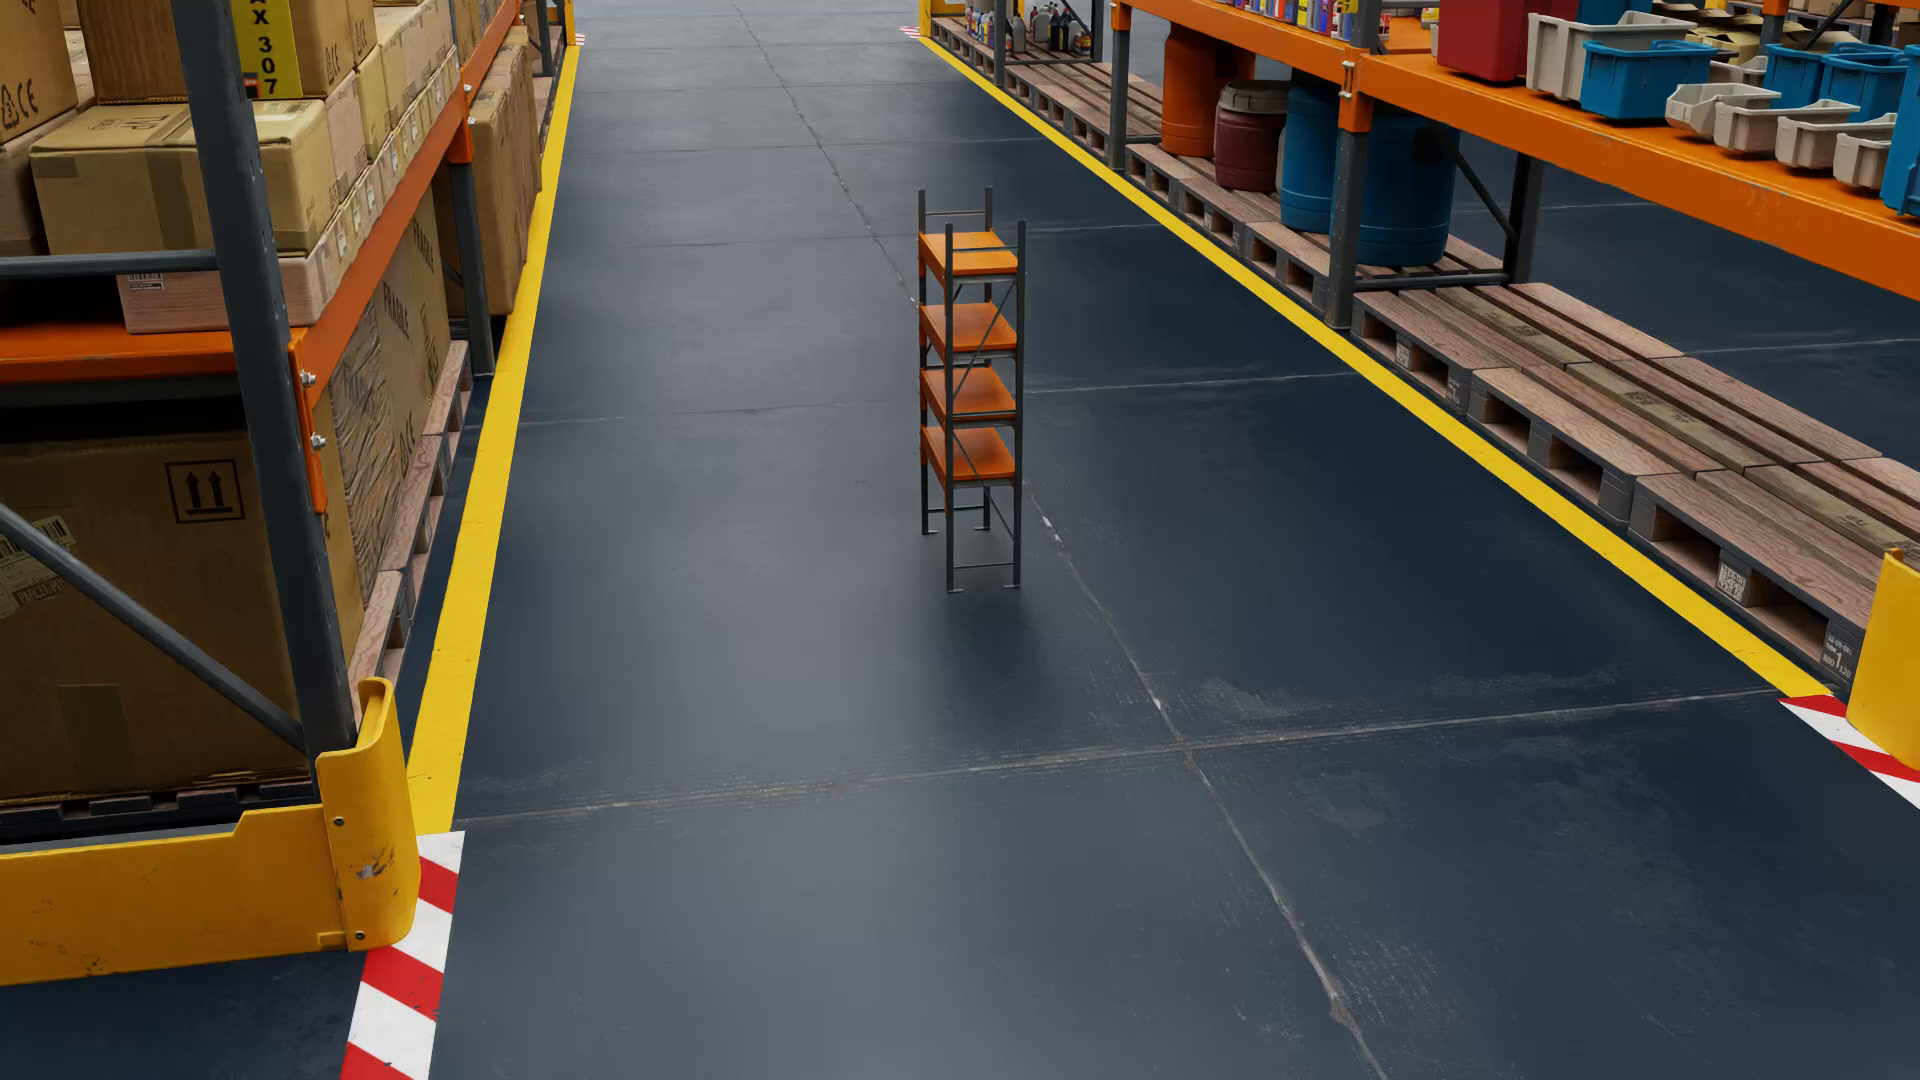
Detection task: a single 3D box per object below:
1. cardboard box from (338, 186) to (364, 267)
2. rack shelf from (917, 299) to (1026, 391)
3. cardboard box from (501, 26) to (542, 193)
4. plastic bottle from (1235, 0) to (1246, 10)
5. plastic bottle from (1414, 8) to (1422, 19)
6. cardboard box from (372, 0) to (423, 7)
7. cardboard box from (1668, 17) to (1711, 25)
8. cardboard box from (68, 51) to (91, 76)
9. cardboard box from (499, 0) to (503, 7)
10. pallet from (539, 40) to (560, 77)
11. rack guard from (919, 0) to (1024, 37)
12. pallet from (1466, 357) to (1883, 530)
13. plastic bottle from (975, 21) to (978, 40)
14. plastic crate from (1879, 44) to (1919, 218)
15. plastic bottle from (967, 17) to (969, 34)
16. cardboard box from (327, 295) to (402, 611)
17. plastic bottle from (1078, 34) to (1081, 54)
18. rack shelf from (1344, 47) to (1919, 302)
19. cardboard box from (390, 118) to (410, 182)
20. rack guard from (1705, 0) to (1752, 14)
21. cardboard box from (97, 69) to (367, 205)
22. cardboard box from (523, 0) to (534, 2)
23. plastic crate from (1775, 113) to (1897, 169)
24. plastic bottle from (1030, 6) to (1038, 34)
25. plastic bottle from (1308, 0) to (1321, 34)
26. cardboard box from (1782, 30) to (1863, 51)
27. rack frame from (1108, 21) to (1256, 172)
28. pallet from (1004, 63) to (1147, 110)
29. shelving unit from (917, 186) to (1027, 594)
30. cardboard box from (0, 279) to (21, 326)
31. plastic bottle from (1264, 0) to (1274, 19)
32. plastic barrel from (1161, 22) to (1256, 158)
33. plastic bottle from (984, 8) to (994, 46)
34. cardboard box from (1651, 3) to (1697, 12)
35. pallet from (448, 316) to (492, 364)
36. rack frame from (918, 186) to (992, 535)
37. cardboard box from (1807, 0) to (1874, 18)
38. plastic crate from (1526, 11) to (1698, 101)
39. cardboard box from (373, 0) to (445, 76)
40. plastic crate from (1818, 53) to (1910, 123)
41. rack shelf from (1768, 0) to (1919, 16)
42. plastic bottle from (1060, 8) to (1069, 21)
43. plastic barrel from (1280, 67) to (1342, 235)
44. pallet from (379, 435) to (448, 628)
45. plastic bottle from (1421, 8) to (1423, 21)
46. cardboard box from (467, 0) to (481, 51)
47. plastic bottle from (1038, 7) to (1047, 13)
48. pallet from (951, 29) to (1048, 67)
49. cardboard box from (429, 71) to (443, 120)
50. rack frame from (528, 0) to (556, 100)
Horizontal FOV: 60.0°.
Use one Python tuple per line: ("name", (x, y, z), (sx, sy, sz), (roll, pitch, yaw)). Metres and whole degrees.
("cardboard box", (-1.674, -0.759, 4.054), (0.380, 0.149, 0.250), (-5, 24, -11))
("rack shelf", (0.031, -0.628, 5.298), (0.258, 0.148, 0.480), (-4, 24, -10))
("cardboard box", (-3.208, -2.601, 10.087), (1.225, 0.875, 0.875), (-5, 24, -12))
("plastic bottle", (1.585, -3.100, 9.245), (0.061, 0.283, 0.133), (-4, 24, -10))
("plastic bottle", (2.479, -2.920, 8.834), (0.061, 0.283, 0.133), (-4, 24, -10))
("cardboard box", (-2.140, -2.135, 5.769), (0.500, 0.500, 0.500), (-4, 24, -9))
("cardboard box", (5.889, -4.167, 13.753), (0.500, 0.311, 0.500), (-4, 24, -10))
("cardboard box", (-2.374, -1.147, 4.444), (0.500, 0.250, 0.500), (-5, 24, -12))
("cardboard box", (-2.894, -3.329, 9.499), (0.500, 0.500, 0.500), (-5, 24, -10))
("pallet", (-4.443, -4.693, 16.232), (1.003, 0.211, 1.213), (-4, 24, -10))
("rack guard", (0.133, -5.996, 18.855), (1.175, 0.500, 0.348), (-4, 24, -10))
("pallet", (2.695, -0.403, 6.410), (1.003, 0.211, 1.213), (-4, 24, -10))
("plastic bottle", (0.202, -5.138, 16.714), (0.097, 0.201, 0.097), (0, 24, 0))
("plastic crate", (2.786, -1.037, 4.256), (0.616, 0.435, 0.499), (-4, 24, -10))
("plastic bottle", (0.121, -5.311, 17.108), (0.097, 0.201, 0.097), (0, 24, 0))
("cardboard box", (-2.201, -0.331, 4.890), (0.875, 0.875, 0.875), (-4, 24, -10))
("plastic bottle", (1.165, -4.712, 15.738), (0.097, 0.201, 0.097), (0, 24, 0))
("rack shelf", (2.661, -1.332, 5.951), (1.077, 0.370, 4.000), (-4, 24, -10))
("cardboard box", (-1.863, -1.162, 4.977), (0.380, 0.149, 0.250), (-5, 24, -11))
("rack guard", (9.823, -6.726, 20.526), (1.175, 0.500, 0.348), (-4, 24, -10))
("cardboard box", (-1.762, -0.989, 4.082), (0.500, 0.250, 0.500), (-5, 24, -10))
("cardboard box", (-4.455, -5.122, 16.328), (0.500, 0.500, 0.500), (-2, 24, -5))
("plastic crate", (2.663, -1.204, 5.014), (0.396, 0.136, 0.243), (-4, 24, -10))
("plastic bottle", (0.758, -5.326, 17.041), (0.061, 0.283, 0.133), (-4, 24, -10))
("plastic bottle", (1.834, -2.666, 8.262), (0.152, 0.276, 0.135), (-4, 24, -10))
("cardboard box", (6.612, -3.804, 12.922), (0.500, 0.311, 0.500), (-4, 24, -8))
("rack frame", (1.552, -4.022, 11.211), (1.000, 3.000, 0.127), (-4, 24, -10))
("pallet", (0.996, -4.011, 14.670), (1.003, 0.211, 1.213), (-4, 24, -10))
("shelving unit", (0.031, -0.485, 5.361), (0.258, 1.200, 0.503), (-4, 24, -10))
("cardboard box", (-2.226, -0.509, 3.482), (0.380, 0.149, 0.250), (-4, 24, -9))
("plastic bottle", (1.715, -2.918, 8.837), (0.152, 0.276, 0.135), (-4, 24, -10))
("plastic barrel", (1.659, -3.028, 11.123), (0.600, 0.830, 0.708), (-4, 24, -10))
("plastic bottle", (0.315, -5.017, 16.250), (0.144, 0.351, 0.185), (-4, 24, -10))
("cardboard box", (6.230, -4.611, 14.769), (0.500, 0.311, 0.500), (-4, 24, -10))
("pallet", (-2.793, -1.102, 8.009), (1.003, 0.211, 1.213), (-4, 24, -10))
("rack frame", (-0.015, -0.581, 5.581), (0.240, 1.200, 0.015), (-4, 24, -10))
("cardboard box", (10.040, -6.162, 18.685), (0.700, 0.500, 0.500), (-6, 24, -13))
("plastic crate", (2.393, -1.807, 6.213), (0.437, 0.282, 0.530), (-4, 24, -10))
("cardboard box", (-2.138, -1.792, 5.920), (0.500, 0.250, 0.500), (-4, 24, -8))
("plastic crate", (3.066, -1.465, 5.491), (0.416, 0.233, 0.300), (-4, 24, -10))
("rack shelf", (6.790, -3.270, 10.389), (1.077, 0.370, 4.000), (-4, 24, -10))
("plastic bottle", (1.036, -5.005, 16.222), (0.144, 0.351, 0.185), (-5, 24, -12))
("plastic barrel", (2.077, -2.173, 9.075), (0.600, 0.901, 0.708), (-4, 24, -10))
("pallet", (-2.283, -0.018, 5.528), (1.003, 0.211, 1.213), (-4, 24, -10))
("plastic bottle", (2.482, -2.836, 8.743), (0.097, 0.201, 0.097), (0, 24, 0))
("cardboard box", (-2.509, -2.525, 7.658), (0.500, 0.500, 0.500), (-4, 24, -10))
("plastic bottle", (0.863, -5.331, 17.061), (0.152, 0.276, 0.135), (-4, 24, -9))
("pallet", (0.500, -5.065, 17.084), (1.003, 0.211, 1.213), (-4, 24, -10))
("cardboard box", (-2.055, -1.568, 5.905), (0.380, 0.149, 0.250), (-4, 24, -9))
("rack frame", (-4.055, -5.228, 13.974), (1.000, 3.000, 0.127), (-4, 24, -10))
